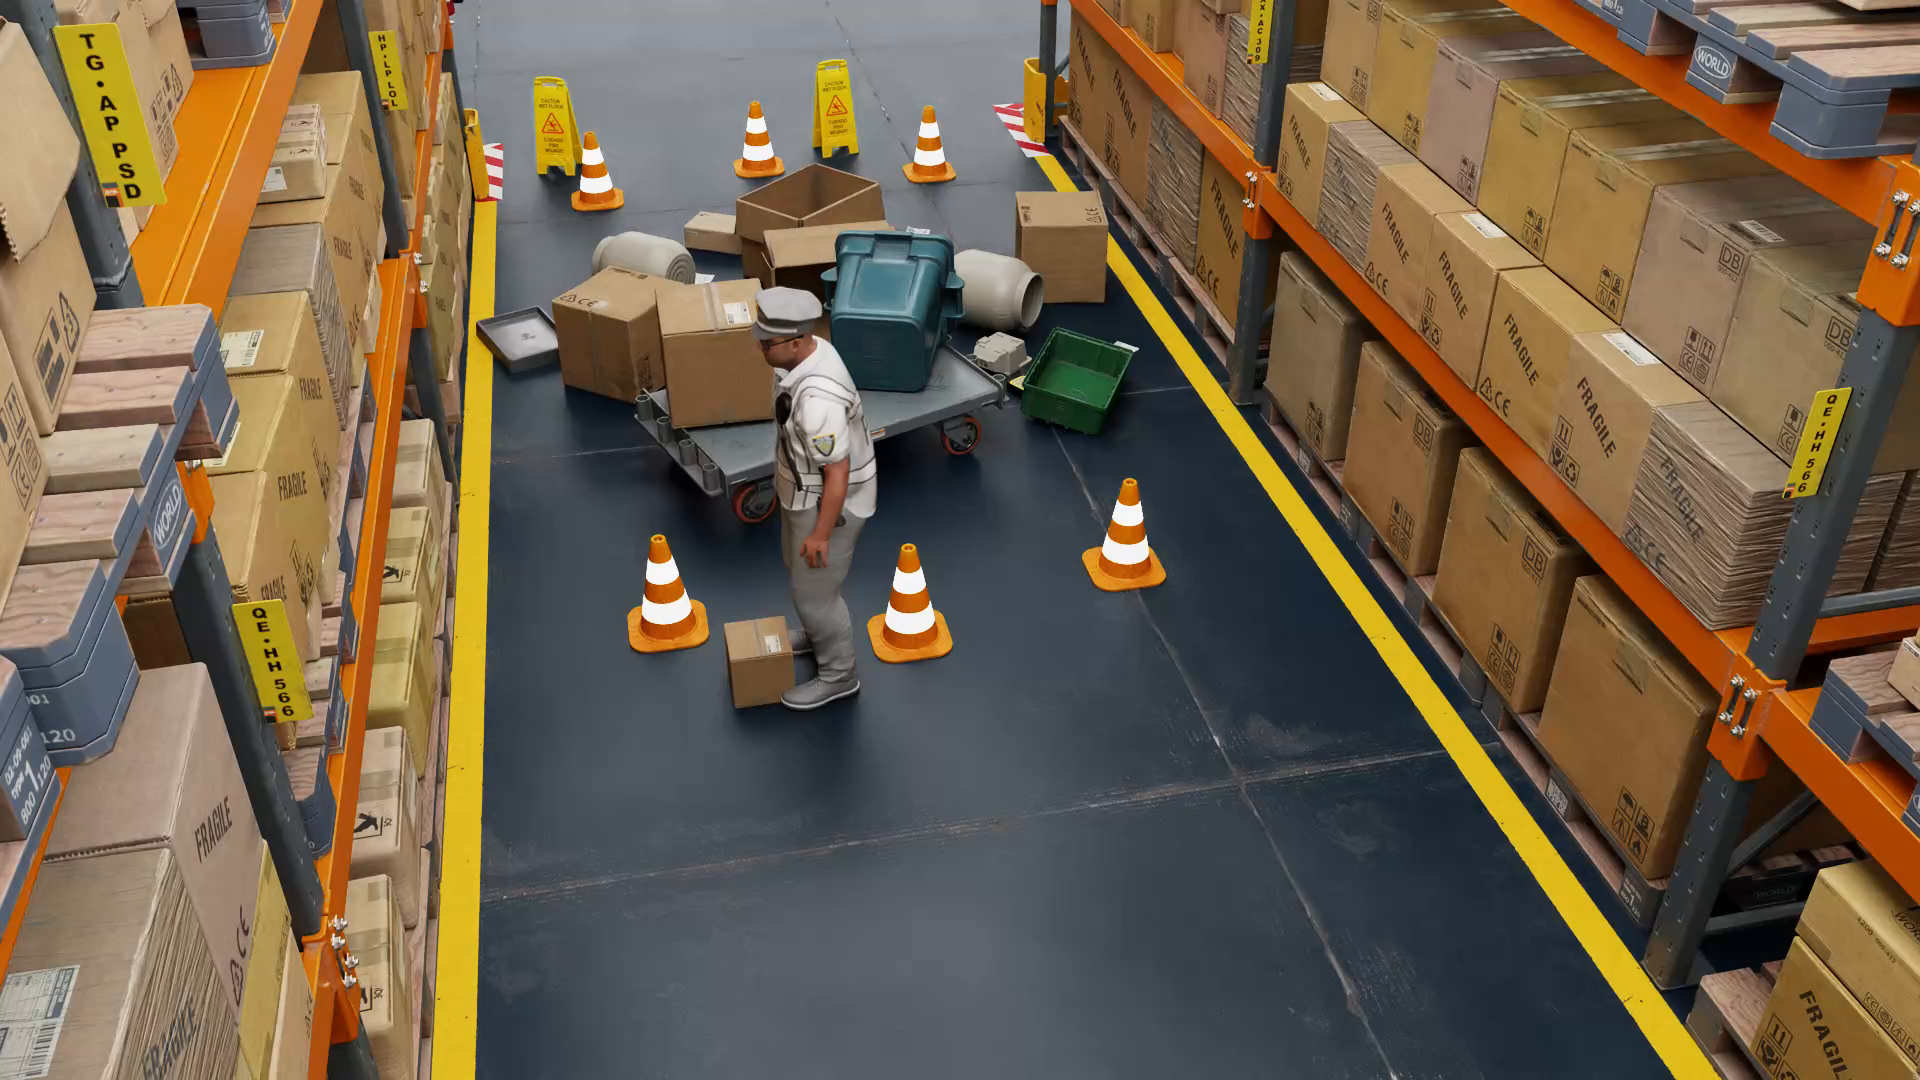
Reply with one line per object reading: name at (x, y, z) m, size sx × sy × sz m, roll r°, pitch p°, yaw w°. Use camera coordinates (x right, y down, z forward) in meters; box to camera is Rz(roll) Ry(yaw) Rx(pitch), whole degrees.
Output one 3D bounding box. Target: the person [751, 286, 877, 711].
person at (-0.547, -0.162, 6.372) m, size 0.435 × 1.751 × 0.605 m, roll -9°, pitch 35°, yaw -13°
